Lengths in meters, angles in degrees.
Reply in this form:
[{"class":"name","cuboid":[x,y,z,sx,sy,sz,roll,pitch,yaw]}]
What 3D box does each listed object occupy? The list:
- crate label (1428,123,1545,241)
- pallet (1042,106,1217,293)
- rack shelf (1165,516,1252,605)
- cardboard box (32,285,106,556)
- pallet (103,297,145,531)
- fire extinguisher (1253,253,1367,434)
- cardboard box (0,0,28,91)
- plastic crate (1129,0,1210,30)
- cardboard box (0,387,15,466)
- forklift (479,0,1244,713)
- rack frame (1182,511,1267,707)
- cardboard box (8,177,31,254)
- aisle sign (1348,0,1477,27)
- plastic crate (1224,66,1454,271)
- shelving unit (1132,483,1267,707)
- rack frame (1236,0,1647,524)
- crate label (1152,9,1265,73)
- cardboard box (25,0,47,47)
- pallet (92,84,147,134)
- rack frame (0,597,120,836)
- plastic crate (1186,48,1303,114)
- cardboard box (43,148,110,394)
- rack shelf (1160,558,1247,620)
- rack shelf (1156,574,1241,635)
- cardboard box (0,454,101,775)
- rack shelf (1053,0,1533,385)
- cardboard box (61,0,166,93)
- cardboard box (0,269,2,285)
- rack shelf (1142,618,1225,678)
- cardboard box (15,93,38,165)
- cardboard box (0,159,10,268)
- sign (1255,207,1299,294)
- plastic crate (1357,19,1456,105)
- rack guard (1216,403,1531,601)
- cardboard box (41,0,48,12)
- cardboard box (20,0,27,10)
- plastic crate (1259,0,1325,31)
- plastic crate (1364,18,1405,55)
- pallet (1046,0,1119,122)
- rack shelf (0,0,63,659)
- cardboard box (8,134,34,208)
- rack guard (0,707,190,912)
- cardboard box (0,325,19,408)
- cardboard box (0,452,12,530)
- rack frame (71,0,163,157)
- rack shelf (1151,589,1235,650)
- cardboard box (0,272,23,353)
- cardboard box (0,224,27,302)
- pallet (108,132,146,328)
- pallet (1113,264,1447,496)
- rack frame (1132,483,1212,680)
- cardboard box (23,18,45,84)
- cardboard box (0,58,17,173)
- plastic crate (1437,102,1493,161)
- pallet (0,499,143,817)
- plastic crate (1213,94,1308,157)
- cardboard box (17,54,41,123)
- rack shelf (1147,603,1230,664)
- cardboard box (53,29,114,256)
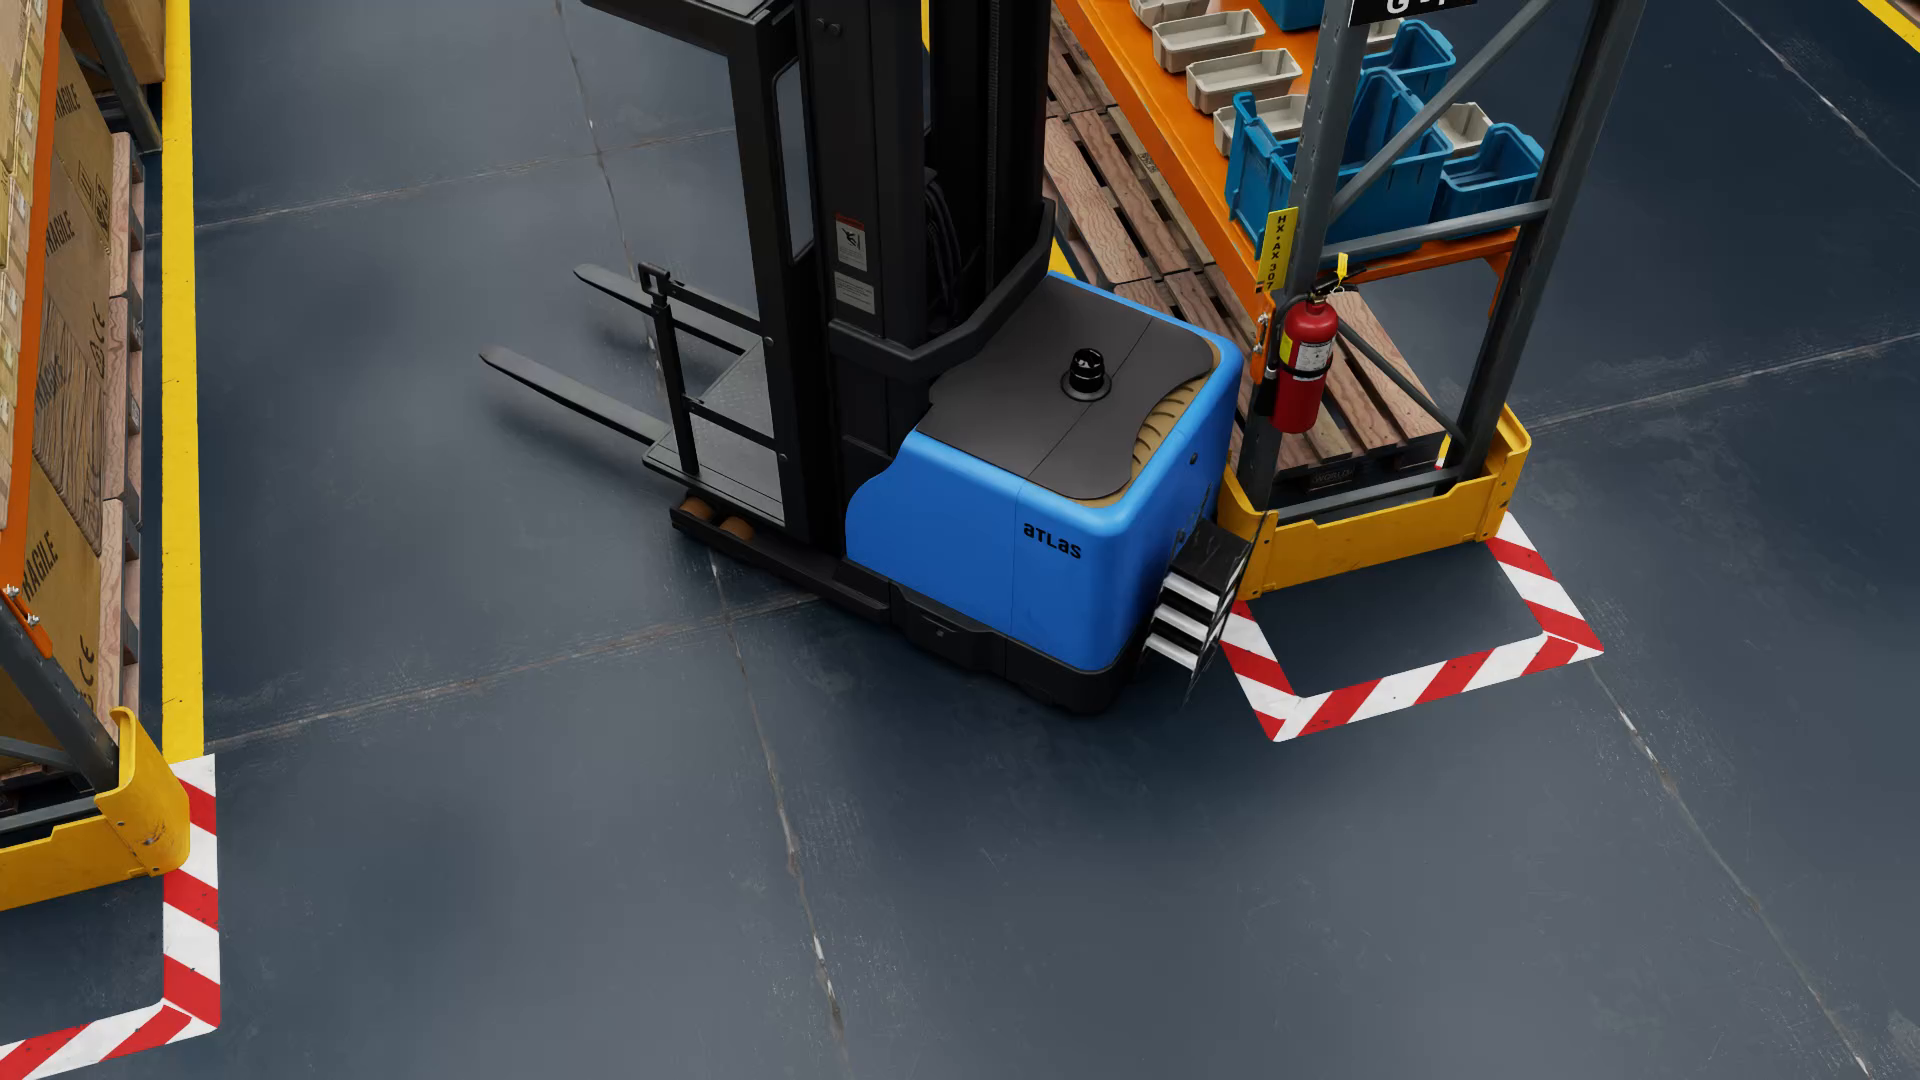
[{"class":"crate label","cuboid":[1.759,-1.214,5.671,0.416,0.233,0.303,-13,51,-11]},{"class":"pallet","cuboid":[0.953,-1.595,7.747,1.003,0.211,1.213,-13,51,-11]},{"class":"rack shelf","cuboid":[0.838,0.066,5.576,0.200,0.077,0.258,28,55,15]},{"class":"cardboard box","cuboid":[-3.749,-0.438,6.062,0.875,0.875,0.875,-13,51,-11]},{"class":"pallet","cuboid":[-3.883,-0.431,6.765,1.003,0.211,1.213,-13,51,-11]},{"class":"fire extinguisher","cuboid":[1.128,-0.636,5.408,0.296,0.674,0.183,-13,51,-11]},{"class":"cardboard box","cuboid":[-3.709,-1.830,6.024,0.500,0.250,0.500,-12,51,-10]},{"class":"plastic crate","cuboid":[0.820,-2.108,6.488,0.298,0.136,0.250,-13,51,-11]},{"class":"cardboard box","cuboid":[-3.081,-0.314,5.007,0.380,0.149,0.250,-14,51,-12]},{"class":"forklift","cuboid":[-0.535,-1.193,5.628,3.031,2.935,1.130,25,54,20]},{"class":"rack frame","cuboid":[0.905,0.255,5.738,0.006,0.900,0.240,28,55,15]},{"class":"cardboard box","cuboid":[-3.386,-1.065,5.640,0.380,0.149,0.250,-14,51,-11]},{"class":"aisle sign","cuboid":[1.259,-1.713,4.321,0.394,0.787,0.004,-13,51,-11]},{"class":"plastic crate","cuboid":[1.240,-1.227,5.550,0.616,0.435,0.499,-13,51,-11]},{"class":"shelving unit","cuboid":[0.819,0.208,5.764,0.210,0.900,0.258,28,55,15]},{"class":"rack frame","cuboid":[1.517,-0.994,5.415,1.000,3.000,0.127,-13,51,-11]},{"class":"crate label","cuboid":[0.926,-1.896,6.309,0.396,0.136,0.243,-13,51,-11]},{"class":"cardboard box","cuboid":[-3.766,-2.002,6.430,0.380,0.149,0.250,-12,51,-10]},{"class":"pallet","cuboid":[-4.697,-2.443,8.461,1.003,0.211,1.213,-13,51,-11]},{"class":"rack frame","cuboid":[-3.214,0.126,4.471,1.000,3.000,0.127,-13,51,-11]},{"class":"plastic crate","cuboid":[1.031,-1.698,6.142,0.396,0.136,0.243,-13,51,-11]},{"class":"cardboard box","cuboid":[-4.012,-1.088,6.610,0.875,0.875,0.875,-13,51,-11]},{"class":"rack shelf","cuboid":[0.831,0.120,5.648,0.200,0.077,0.258,28,55,15]},{"class":"rack shelf","cuboid":[0.824,0.174,5.719,0.200,0.077,0.258,28,55,15]},{"class":"cardboard box","cuboid":[-3.480,0.226,5.502,0.875,0.875,0.875,-13,51,-11]},{"class":"rack shelf","cuboid":[0.926,-2.223,6.922,1.077,0.370,4.000,-13,51,-11]},{"class":"cardboard box","cuboid":[-4.605,-2.709,7.976,1.225,0.875,0.875,-13,51,-11]},{"class":"cardboard box","cuboid":[-3.258,-0.711,5.081,0.500,0.250,0.500,-14,51,-11]},{"class":"rack shelf","cuboid":[0.802,0.337,5.933,0.200,0.077,0.258,28,55,15]},{"class":"cardboard box","cuboid":[-3.539,-1.441,5.957,0.380,0.149,0.250,-13,51,-10]},{"class":"cardboard box","cuboid":[-3.403,-1.079,5.391,0.500,0.250,0.500,-15,51,-12]},{"class":"sign","cuboid":[0.997,-0.910,5.238,0.100,0.325,0.005,-13,51,-11]},{"class":"plastic crate","cuboid":[1.564,-1.695,6.077,0.416,0.233,0.300,-13,51,-11]},{"class":"rack guard","cuboid":[1.537,-0.173,6.359,1.175,0.500,0.348,-13,51,-11]},{"class":"cardboard box","cuboid":[-3.842,-2.190,6.588,0.380,0.149,0.250,-14,51,-12]},{"class":"cardboard box","cuboid":[-3.860,-2.202,6.338,0.500,0.250,0.500,-12,51,-10]},{"class":"plastic crate","cuboid":[1.369,-2.175,6.482,0.416,0.233,0.300,-13,51,-11]},{"class":"plastic crate","cuboid":[1.542,-1.931,6.339,0.250,0.136,0.298,-13,51,-11]},{"class":"pallet","cuboid":[0.589,-2.488,8.499,1.003,0.211,1.213,-13,51,-11]},{"class":"rack shelf","cuboid":[-3.806,-1.103,5.978,1.077,0.370,4.000,-13,51,-11]},{"class":"cardboard box","cuboid":[-3.460,-1.250,5.796,0.380,0.149,0.250,-14,51,-12]},{"class":"rack guard","cuboid":[-3.207,0.949,5.412,1.175,0.500,0.348,-13,51,-11]},{"class":"cardboard box","cuboid":[-3.157,-0.501,5.164,0.380,0.149,0.250,-14,51,-12]},{"class":"cardboard box","cuboid":[-3.004,-0.127,4.849,0.380,0.149,0.250,-13,51,-11]},{"class":"rack frame","cuboid":[-4.397,-2.795,6.934,1.000,3.000,0.127,-13,51,-11]},{"class":"rack shelf","cuboid":[0.816,0.229,5.791,0.200,0.077,0.258,28,55,15]},{"class":"cardboard box","cuboid":[-3.235,-0.691,5.325,0.380,0.149,0.250,-14,51,-12]},{"class":"cardboard box","cuboid":[-3.310,-0.877,5.481,0.380,0.149,0.250,-14,51,-12]},{"class":"pallet","cuboid":[-4.247,-1.323,7.517,1.003,0.211,1.213,-13,51,-11]},{"class":"pallet","cuboid":[1.310,-0.706,6.997,1.003,0.211,1.213,-13,51,-11]},{"class":"rack frame","cuboid":[0.733,0.162,5.791,0.006,0.900,0.240,28,55,15]},{"class":"cardboard box","cuboid":[-3.689,-1.814,6.271,0.380,0.149,0.250,-12,51,-10]},{"class":"cardboard box","cuboid":[-3.563,-1.459,5.711,0.500,0.250,0.500,-14,51,-12]},{"class":"plastic crate","cuboid":[1.743,-1.436,5.921,0.250,0.136,0.298,-13,51,-11]},{"class":"pallet","cuboid":[-3.525,0.459,6.015,1.003,0.211,1.213,-13,51,-11]},{"class":"plastic crate","cuboid":[1.103,-1.483,5.961,0.396,0.136,0.243,-13,51,-11]},{"class":"cardboard box","cuboid":[-3.614,-1.627,6.114,0.380,0.149,0.250,-14,51,-12]},{"class":"rack shelf","cuboid":[0.809,0.283,5.862,0.200,0.077,0.258,28,55,15]},{"class":"cardboard box","cuboid":[-4.278,-1.746,7.164,0.875,0.875,0.875,-13,51,-11]}]
